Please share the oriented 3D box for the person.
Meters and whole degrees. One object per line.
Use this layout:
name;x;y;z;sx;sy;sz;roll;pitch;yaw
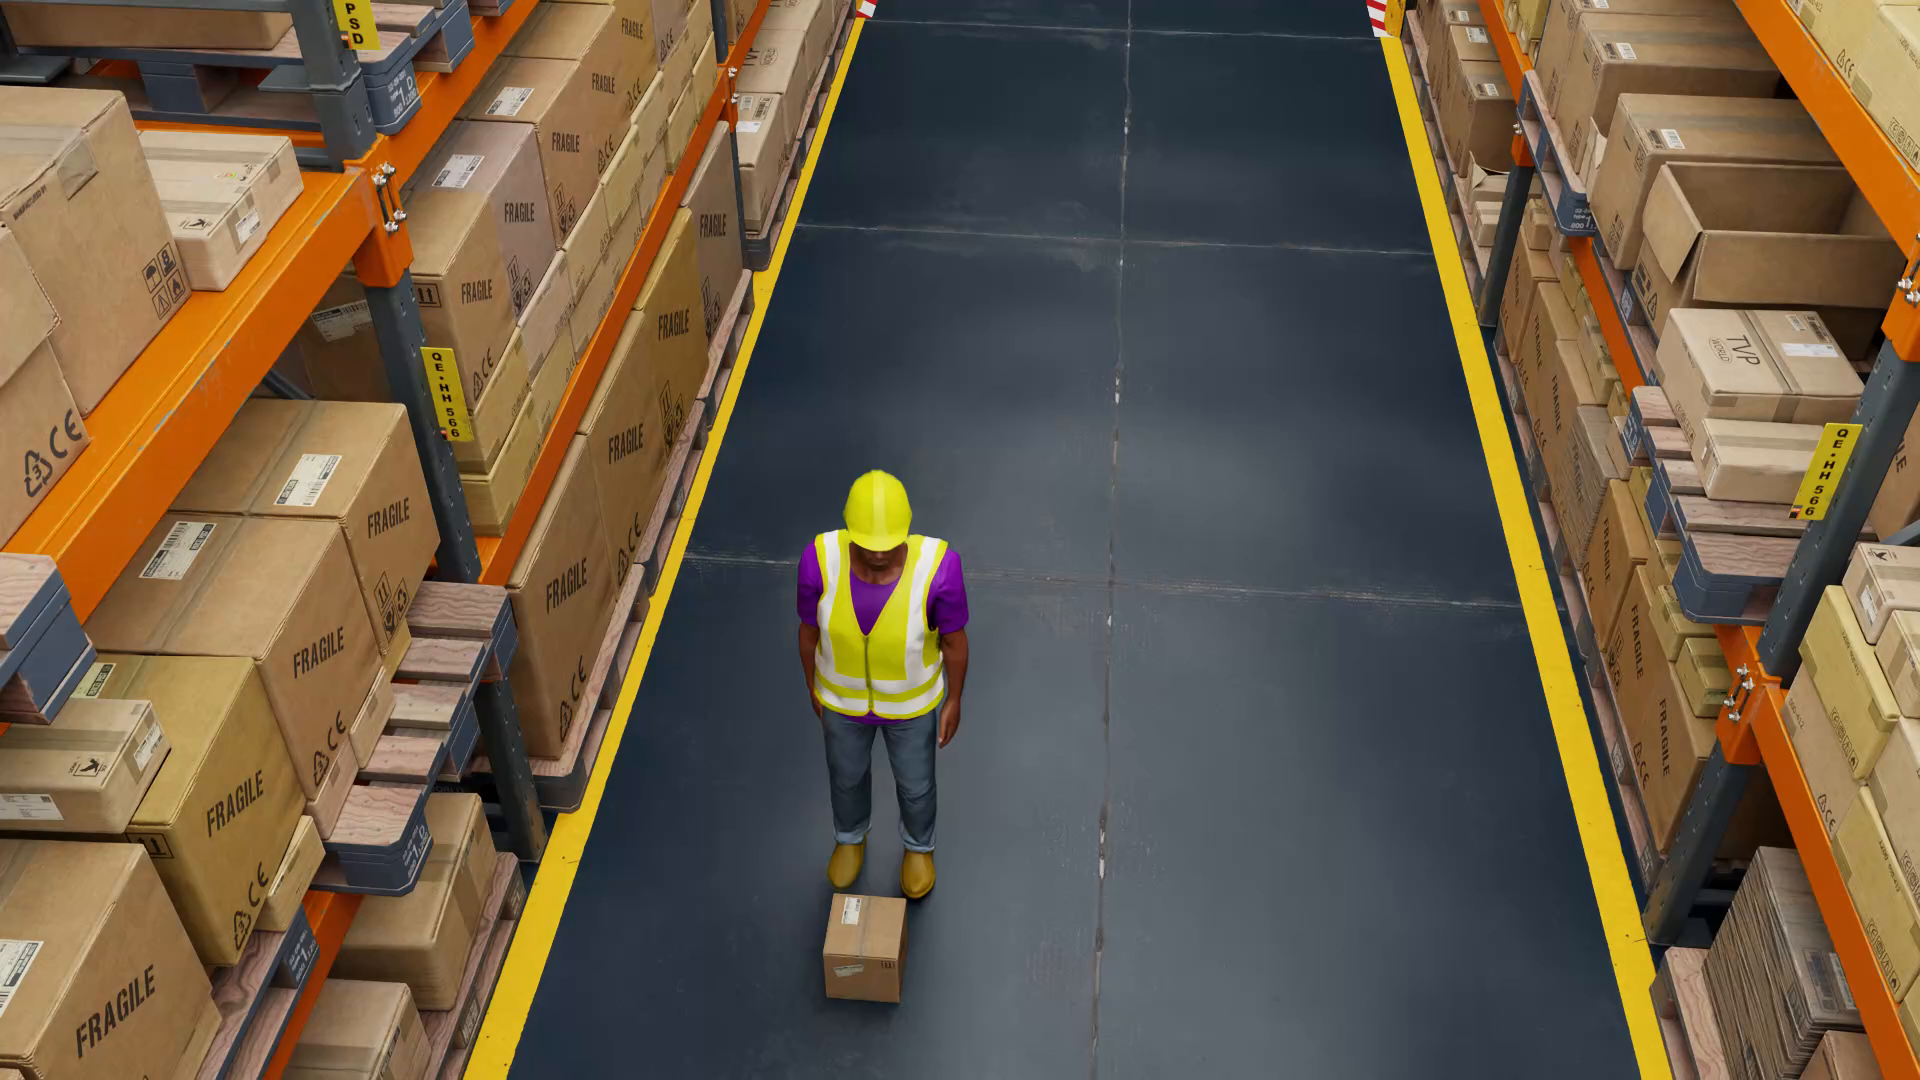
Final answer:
person;-0.254;0.508;5.542;0.564;1.778;0.360;4;40;5
